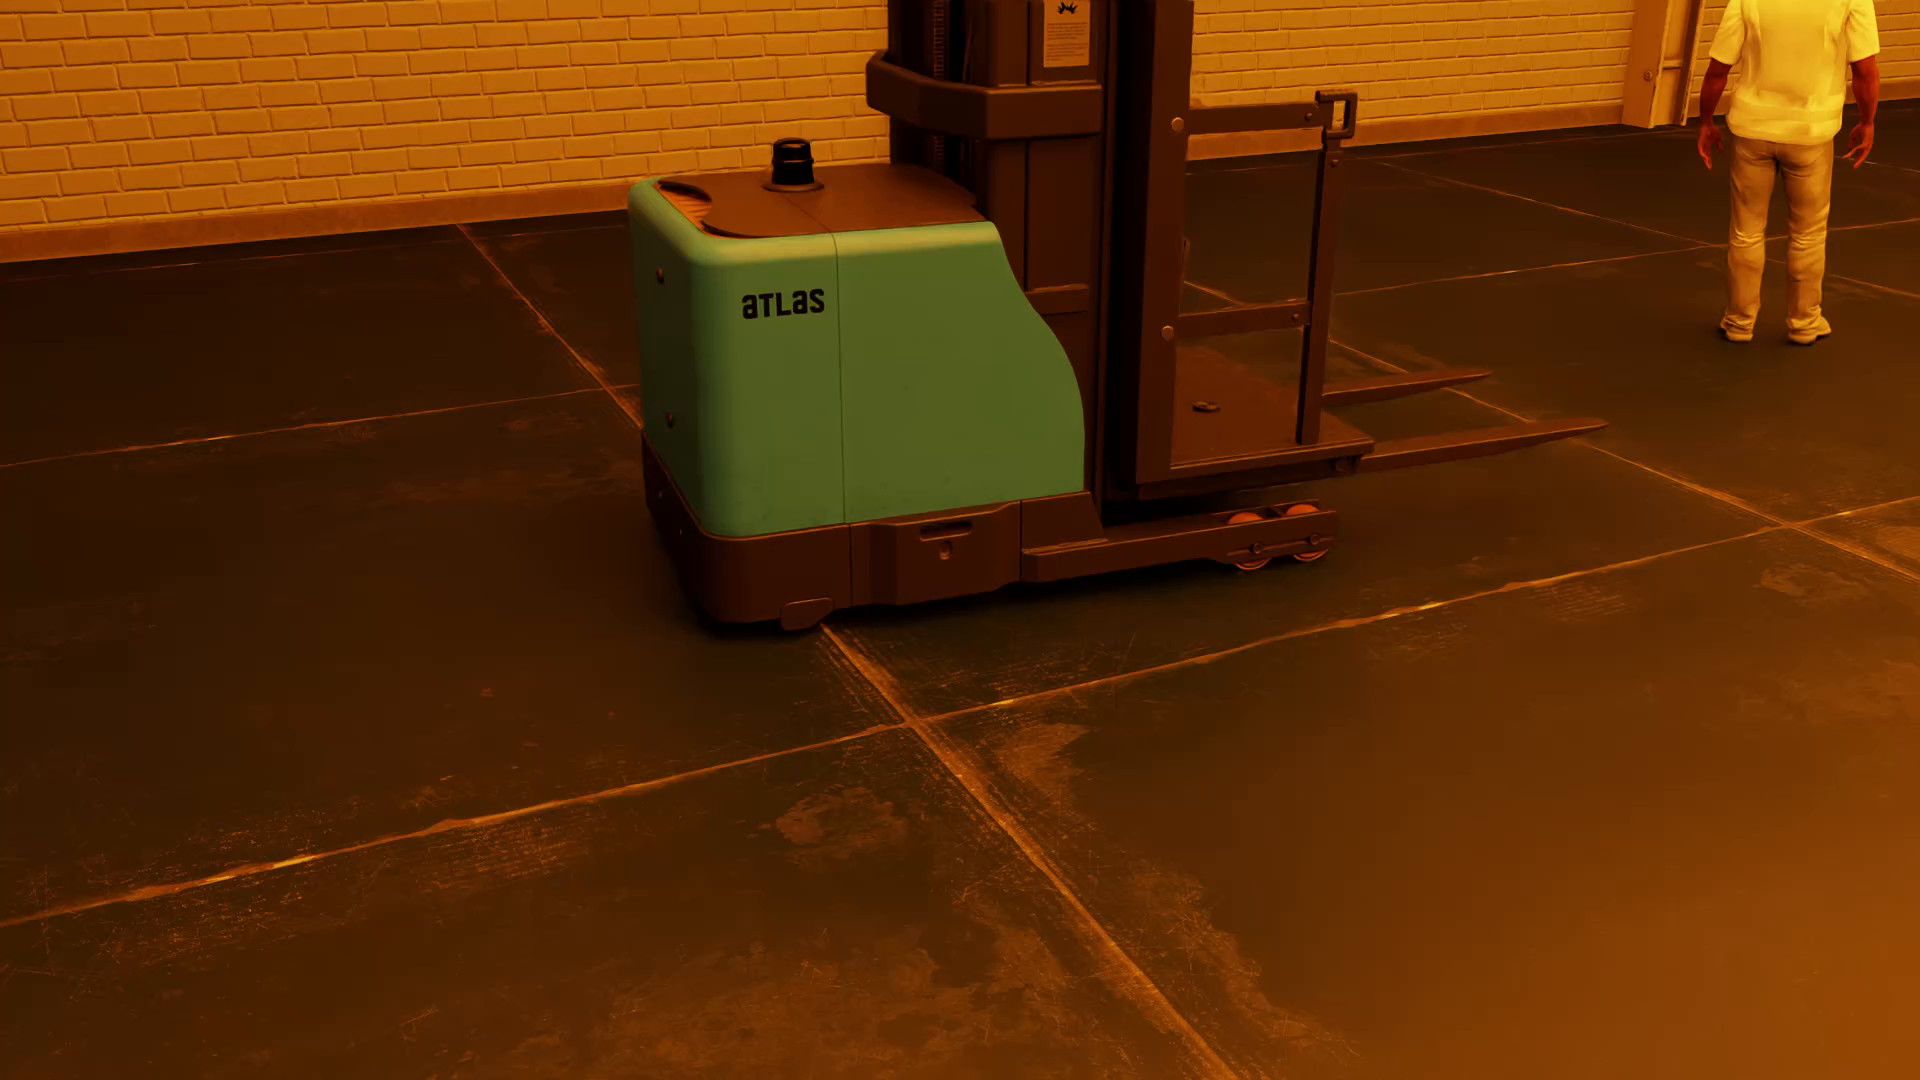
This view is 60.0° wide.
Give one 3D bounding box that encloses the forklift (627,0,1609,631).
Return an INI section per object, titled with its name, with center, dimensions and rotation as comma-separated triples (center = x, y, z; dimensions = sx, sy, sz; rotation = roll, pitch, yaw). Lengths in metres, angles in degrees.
[forklift]
center = 0.590, -1.445, 4.766
dimensions = 3.031, 2.935, 1.130
rotation = -8, 24, -19

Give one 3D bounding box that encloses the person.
[person]
center = 3.416, -1.702, 6.887
dimensions = 0.665, 1.767, 0.570
rotation = 13, 26, 28
